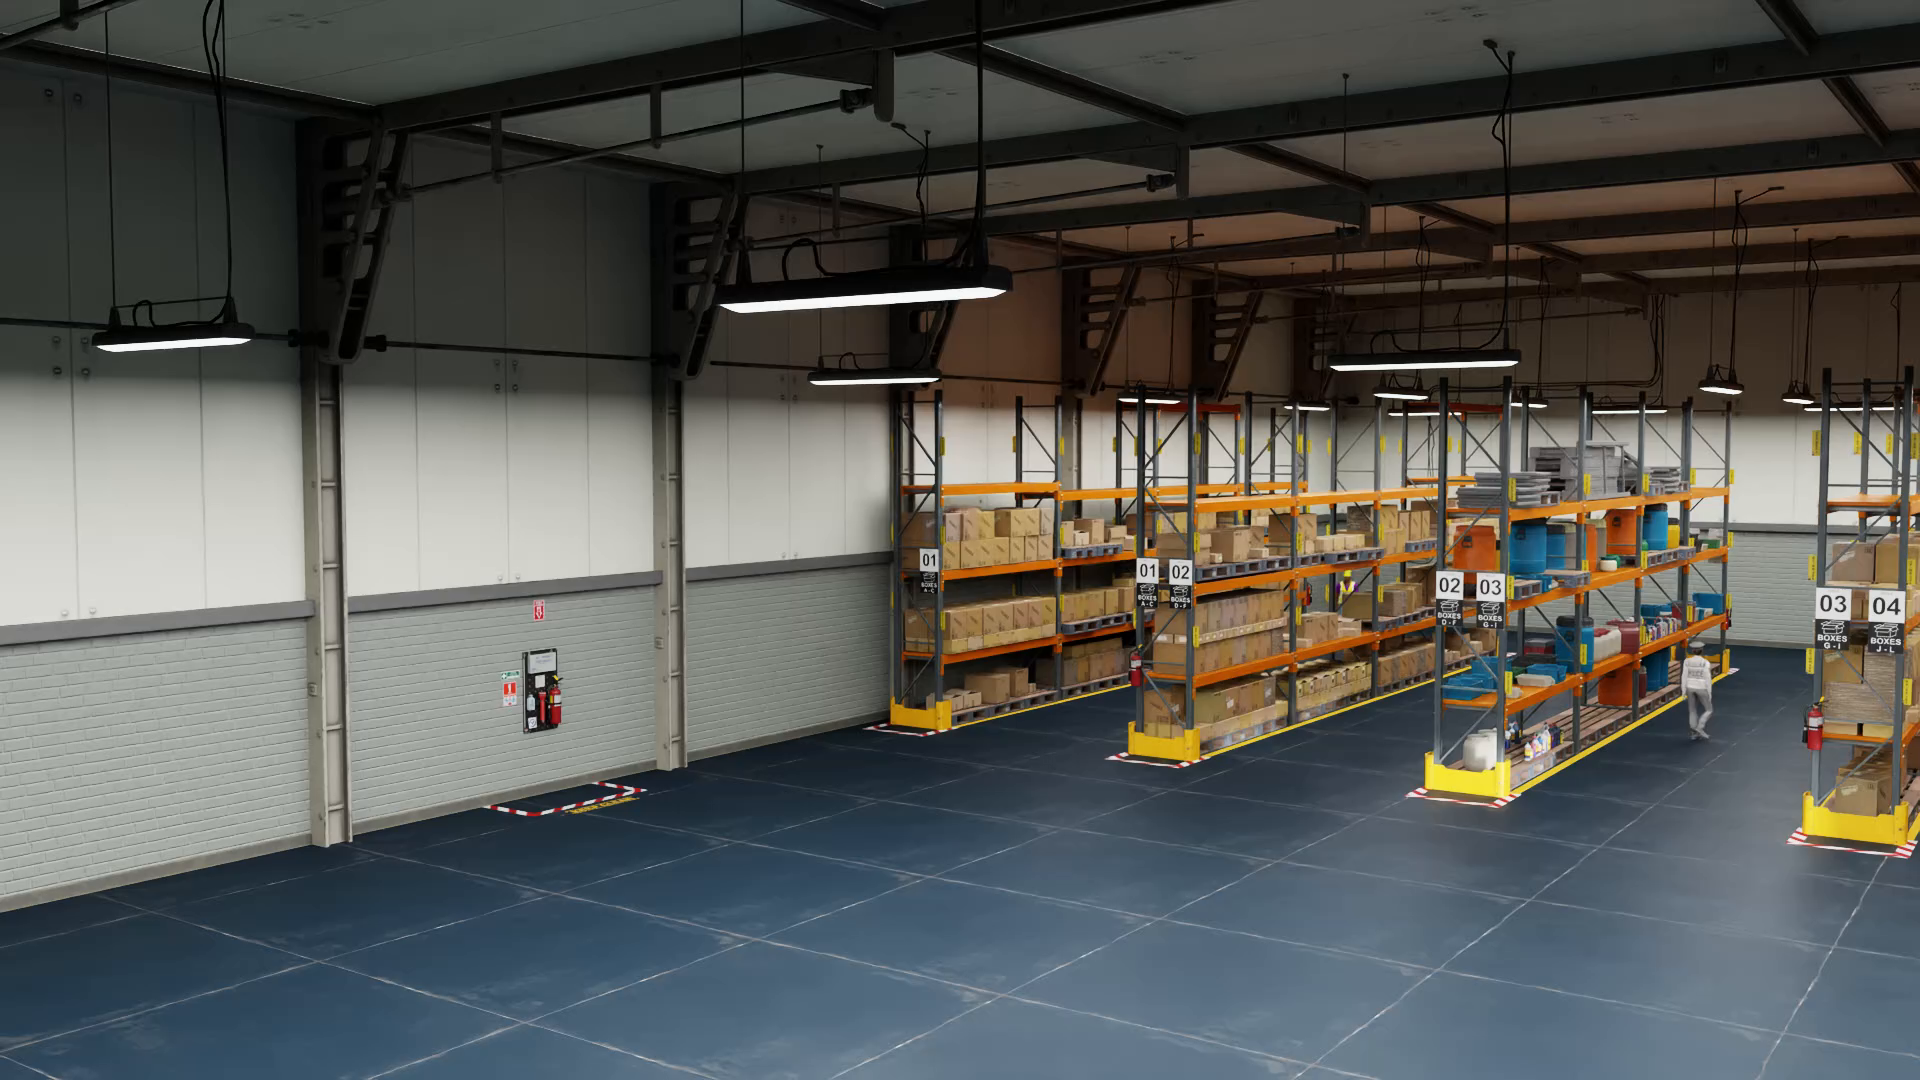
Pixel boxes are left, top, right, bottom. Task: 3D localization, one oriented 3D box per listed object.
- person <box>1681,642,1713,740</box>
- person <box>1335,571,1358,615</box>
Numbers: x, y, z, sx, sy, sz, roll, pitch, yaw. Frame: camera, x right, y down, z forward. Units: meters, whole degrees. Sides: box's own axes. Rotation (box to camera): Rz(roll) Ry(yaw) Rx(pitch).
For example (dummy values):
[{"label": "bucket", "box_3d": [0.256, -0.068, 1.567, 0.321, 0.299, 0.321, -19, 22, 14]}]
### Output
[{"label": "person", "box_3d": [12.522, 2.577, 28.282, 0.520, 1.675, 0.479, 3, 4, 41]}, {"label": "person", "box_3d": [10.162, 1.673, 43.642, 0.579, 1.701, 1.121, 0, 3, 8]}]
